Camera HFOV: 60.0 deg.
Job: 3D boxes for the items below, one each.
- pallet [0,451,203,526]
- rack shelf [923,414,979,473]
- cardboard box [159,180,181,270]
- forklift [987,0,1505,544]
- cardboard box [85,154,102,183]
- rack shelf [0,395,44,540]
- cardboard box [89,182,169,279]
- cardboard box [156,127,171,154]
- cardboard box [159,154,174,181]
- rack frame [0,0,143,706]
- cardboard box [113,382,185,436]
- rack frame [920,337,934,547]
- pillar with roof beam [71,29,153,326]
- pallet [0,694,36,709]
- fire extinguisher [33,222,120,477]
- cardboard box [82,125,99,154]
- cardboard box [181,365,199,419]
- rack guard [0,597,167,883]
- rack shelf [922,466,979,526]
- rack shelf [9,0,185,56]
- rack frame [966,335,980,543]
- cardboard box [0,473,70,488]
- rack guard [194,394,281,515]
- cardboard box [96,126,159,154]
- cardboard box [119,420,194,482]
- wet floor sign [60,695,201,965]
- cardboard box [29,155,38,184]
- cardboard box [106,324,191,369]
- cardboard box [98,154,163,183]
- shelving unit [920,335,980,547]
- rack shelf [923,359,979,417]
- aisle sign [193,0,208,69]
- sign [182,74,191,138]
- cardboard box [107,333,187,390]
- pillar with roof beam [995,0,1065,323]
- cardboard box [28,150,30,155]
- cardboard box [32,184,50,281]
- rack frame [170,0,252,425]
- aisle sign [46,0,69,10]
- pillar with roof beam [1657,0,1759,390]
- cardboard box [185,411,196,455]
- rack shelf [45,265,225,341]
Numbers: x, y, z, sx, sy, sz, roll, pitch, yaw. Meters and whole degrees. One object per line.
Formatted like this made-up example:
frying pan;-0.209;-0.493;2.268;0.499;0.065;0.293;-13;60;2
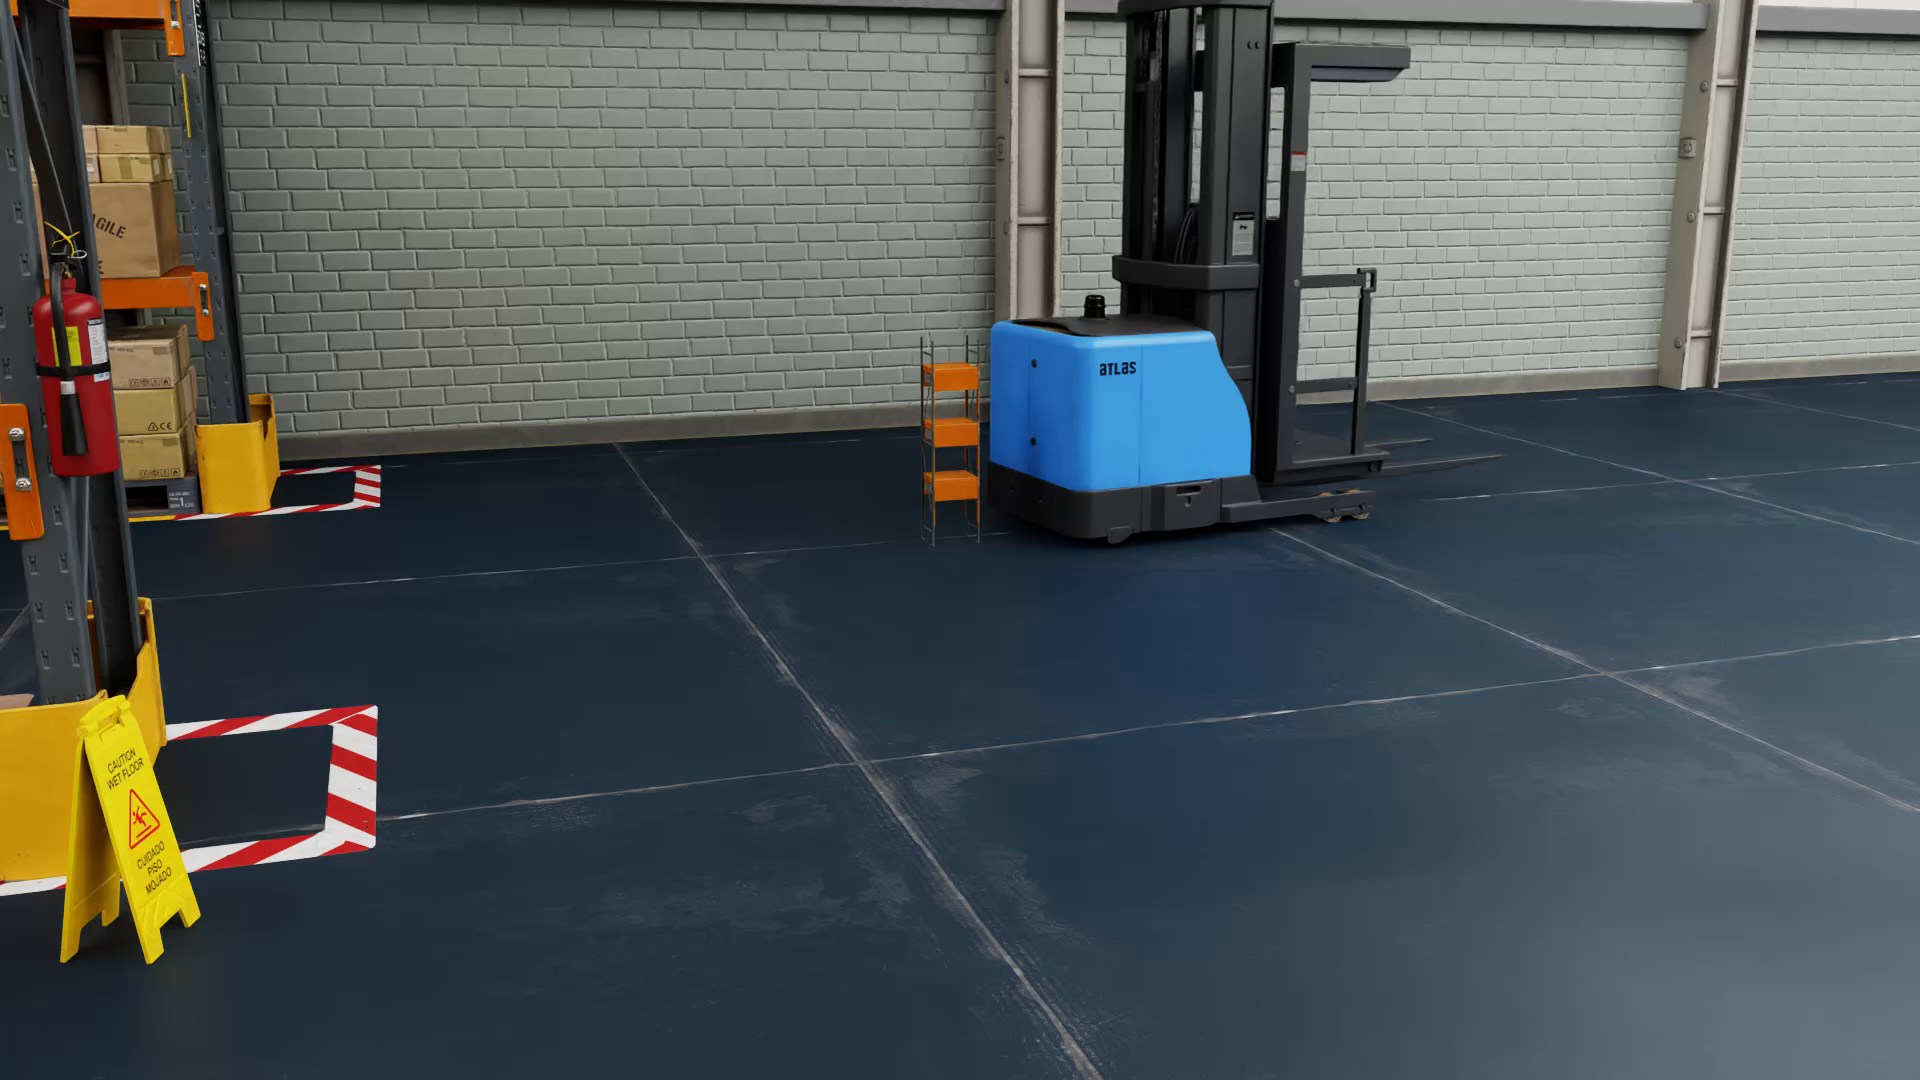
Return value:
pallet;-4.959;-0.313;9.502;1.213;0.211;1.003;-4;14;-18
rack shelf;-0.051;-0.497;8.507;0.240;0.259;0.215;-4;14;-18
cardboard box;-4.806;-1.808;9.546;0.500;0.500;0.500;-4;14;-16
forklift;1.703;-1.619;9.116;3.031;2.935;1.130;-7;15;-26
cardboard box;-4.719;-1.987;8.896;0.250;0.149;0.380;-4;14;-17
rack shelf;-4.556;-0.149;4.342;4.000;0.370;1.077;-4;14;-18
cardboard box;-4.630;-1.690;9.049;0.500;0.500;0.500;-5;14;-19
cardboard box;-4.634;-2.266;9.427;0.250;0.149;0.380;-5;14;-19
cardboard box;-4.652;-2.131;9.503;0.250;0.149;0.380;-5;14;-20
rack frame;-2.661;-0.647;4.880;0.127;3.000;1.000;-4;14;-18
cardboard box;-4.609;-0.740;9.228;0.500;0.250;0.500;-5;14;-19
rack frame;-0.166;-0.498;8.467;0.008;1.050;0.200;-4;14;-18
pillar with roof beam;-3.822;-3.856;5.407;0.400;9.000;9.100;-4;14;-18
pallet;-3.514;0.768;4.959;1.213;0.211;1.003;-4;14;-18
fire extinguisher;-2.405;-0.517;4.499;0.183;0.674;0.296;-4;14;-18
cardboard box;-4.744;-2.146;8.924;0.250;0.149;0.380;-4;14;-18
cardboard box;-4.759;-0.856;9.713;0.500;0.250;0.500;-4;14;-17
rack guard;-2.733;0.575;5.145;0.348;0.500;1.175;-4;14;-18
rack shelf;-0.051;-0.226;8.571;0.240;0.259;0.215;-4;14;-18
rack shelf;-6.143;-2.697;8.571;4.000;0.370;1.077;-4;14;-18
rack frame;0.065;-0.516;8.543;0.008;1.050;0.200;-4;14;-18
cardboard box;-5.066;-0.463;9.142;0.500;0.250;0.500;-4;14;-18
rack guard;-4.225;-0.521;9.752;0.348;0.500;1.175;-4;14;-18
cardboard box;-4.520;-2.171;9.029;0.250;0.149;0.380;-4;14;-18
cardboard box;-4.592;-0.498;9.288;0.500;0.250;0.500;-4;14;-18
wet floor sign;-2.139;0.719;4.225;0.232;0.644;0.267;0;13;1
cardboard box;-4.985;-1.981;8.872;0.250;0.149;0.380;-4;14;-17
cardboard box;-4.763;-1.094;9.635;0.500;0.250;0.500;-5;14;-19
cardboard box;-4.487;-2.012;9.003;0.250;0.149;0.380;-4;14;-17
shelving unit;-0.051;-0.507;8.505;0.252;1.050;0.215;-4;14;-18
rack shelf;-0.051;-0.773;8.441;0.240;0.259;0.215;-4;14;-18
aisle sign;-4.091;-2.940;8.904;0.004;0.787;0.394;-4;14;-18
sign;-4.088;-2.294;8.789;0.005;0.325;0.100;-4;14;-18
cardboard box;-4.584;-0.986;9.179;0.500;0.250;0.500;-4;14;-16
pillar with roof beam;1.865;-4.299;7.268;0.400;9.000;9.100;-4;14;-18
cardboard box;-4.983;-2.121;8.817;0.250;0.149;0.380;-4;14;-17
cardboard box;-5.125;-1.654;8.897;0.500;0.500;0.500;-4;14;-16
rack frame;-4.247;-1.735;9.455;0.127;3.000;1.000;-4;14;-18
aisle sign;-2.701;-1.984;4.884;0.004;0.787;0.394;-4;14;-18
pillar with roof beam;7.552;-4.741;9.130;0.400;9.000;9.100;-4;14;-18
cardboard box;-4.775;-0.608;9.753;0.500;0.250;0.500;-4;14;-18
rack shelf;-6.143;-1.238;8.918;4.000;0.370;1.077;-4;14;-18
